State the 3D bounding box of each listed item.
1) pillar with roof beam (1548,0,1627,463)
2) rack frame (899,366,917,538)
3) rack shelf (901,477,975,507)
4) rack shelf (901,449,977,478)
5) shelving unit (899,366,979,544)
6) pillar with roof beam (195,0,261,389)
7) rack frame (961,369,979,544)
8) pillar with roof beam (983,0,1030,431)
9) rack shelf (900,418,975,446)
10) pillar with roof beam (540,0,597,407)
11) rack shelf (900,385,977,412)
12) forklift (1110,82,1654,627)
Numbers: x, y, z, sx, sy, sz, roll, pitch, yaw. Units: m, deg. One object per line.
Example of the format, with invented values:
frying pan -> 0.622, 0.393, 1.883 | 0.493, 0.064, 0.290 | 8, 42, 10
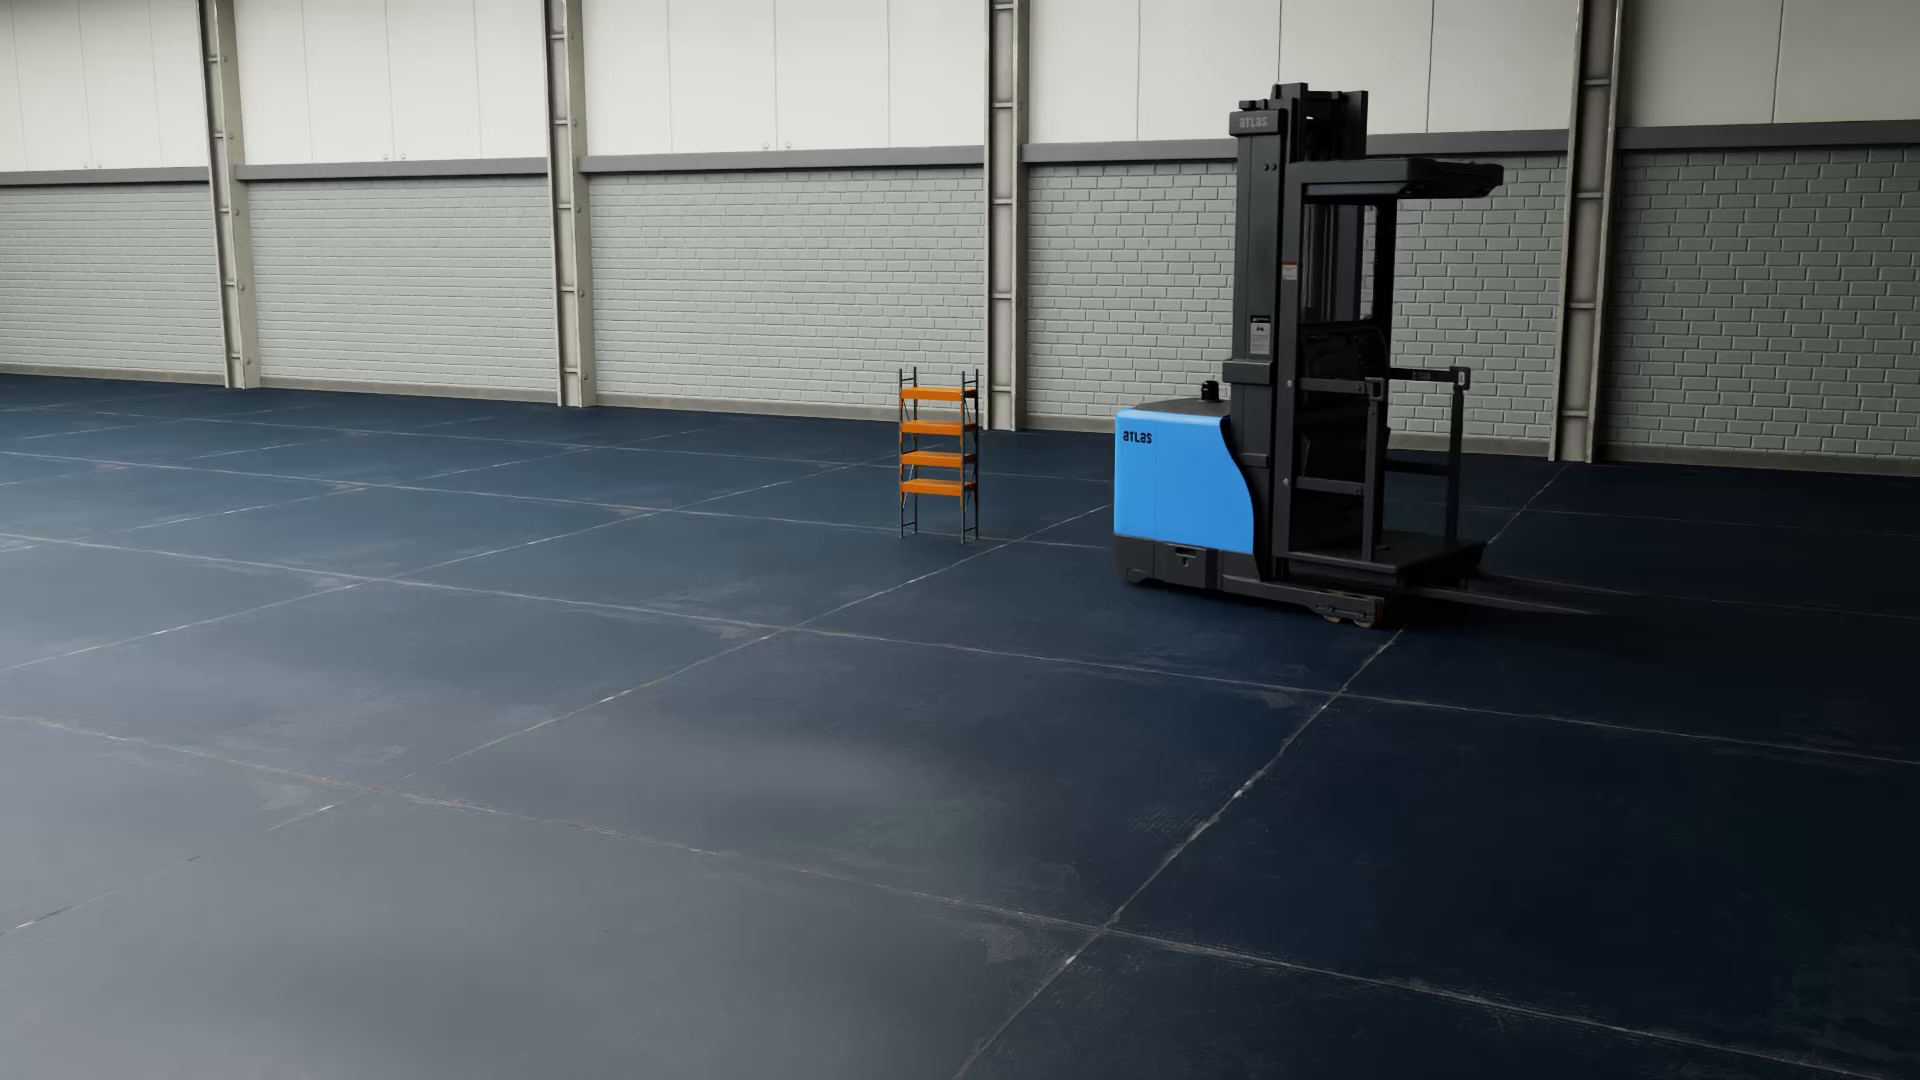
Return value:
pillar with roof beam -> 3.979, -4.511, 11.387 | 0.400, 9.000, 9.100 | 5, 11, 26
rack frame -> -0.367, -0.623, 11.802 | 0.015, 1.200, 0.240 | 5, 11, 26
rack shelf -> -0.148, -0.342, 11.743 | 0.480, 0.148, 0.258 | 5, 11, 26
rack shelf -> -0.148, -0.537, 11.707 | 0.480, 0.148, 0.258 | 5, 11, 26
shelving unit -> -0.148, -0.603, 11.695 | 0.503, 1.200, 0.258 | 5, 11, 26
pillar with roof beam -> -12.163, -5.929, 19.224 | 0.400, 9.000, 9.100 | 5, 11, 26
rack frame -> 0.070, -0.584, 11.589 | 0.015, 1.200, 0.240 | 5, 11, 26
pillar with roof beam -> -1.401, -4.984, 13.999 | 0.400, 9.000, 9.100 | 5, 11, 26
rack shelf -> -0.148, -0.757, 11.668 | 0.480, 0.148, 0.258 | 5, 11, 26
pillar with roof beam -> -6.782, -5.457, 16.612 | 0.400, 9.000, 9.100 | 5, 11, 26
rack shelf -> -0.148, -0.990, 11.625 | 0.480, 0.148, 0.258 | 5, 11, 26
forklift -> 2.360, -1.069, 9.408 | 3.031, 2.935, 1.130 | 9, 14, 41
